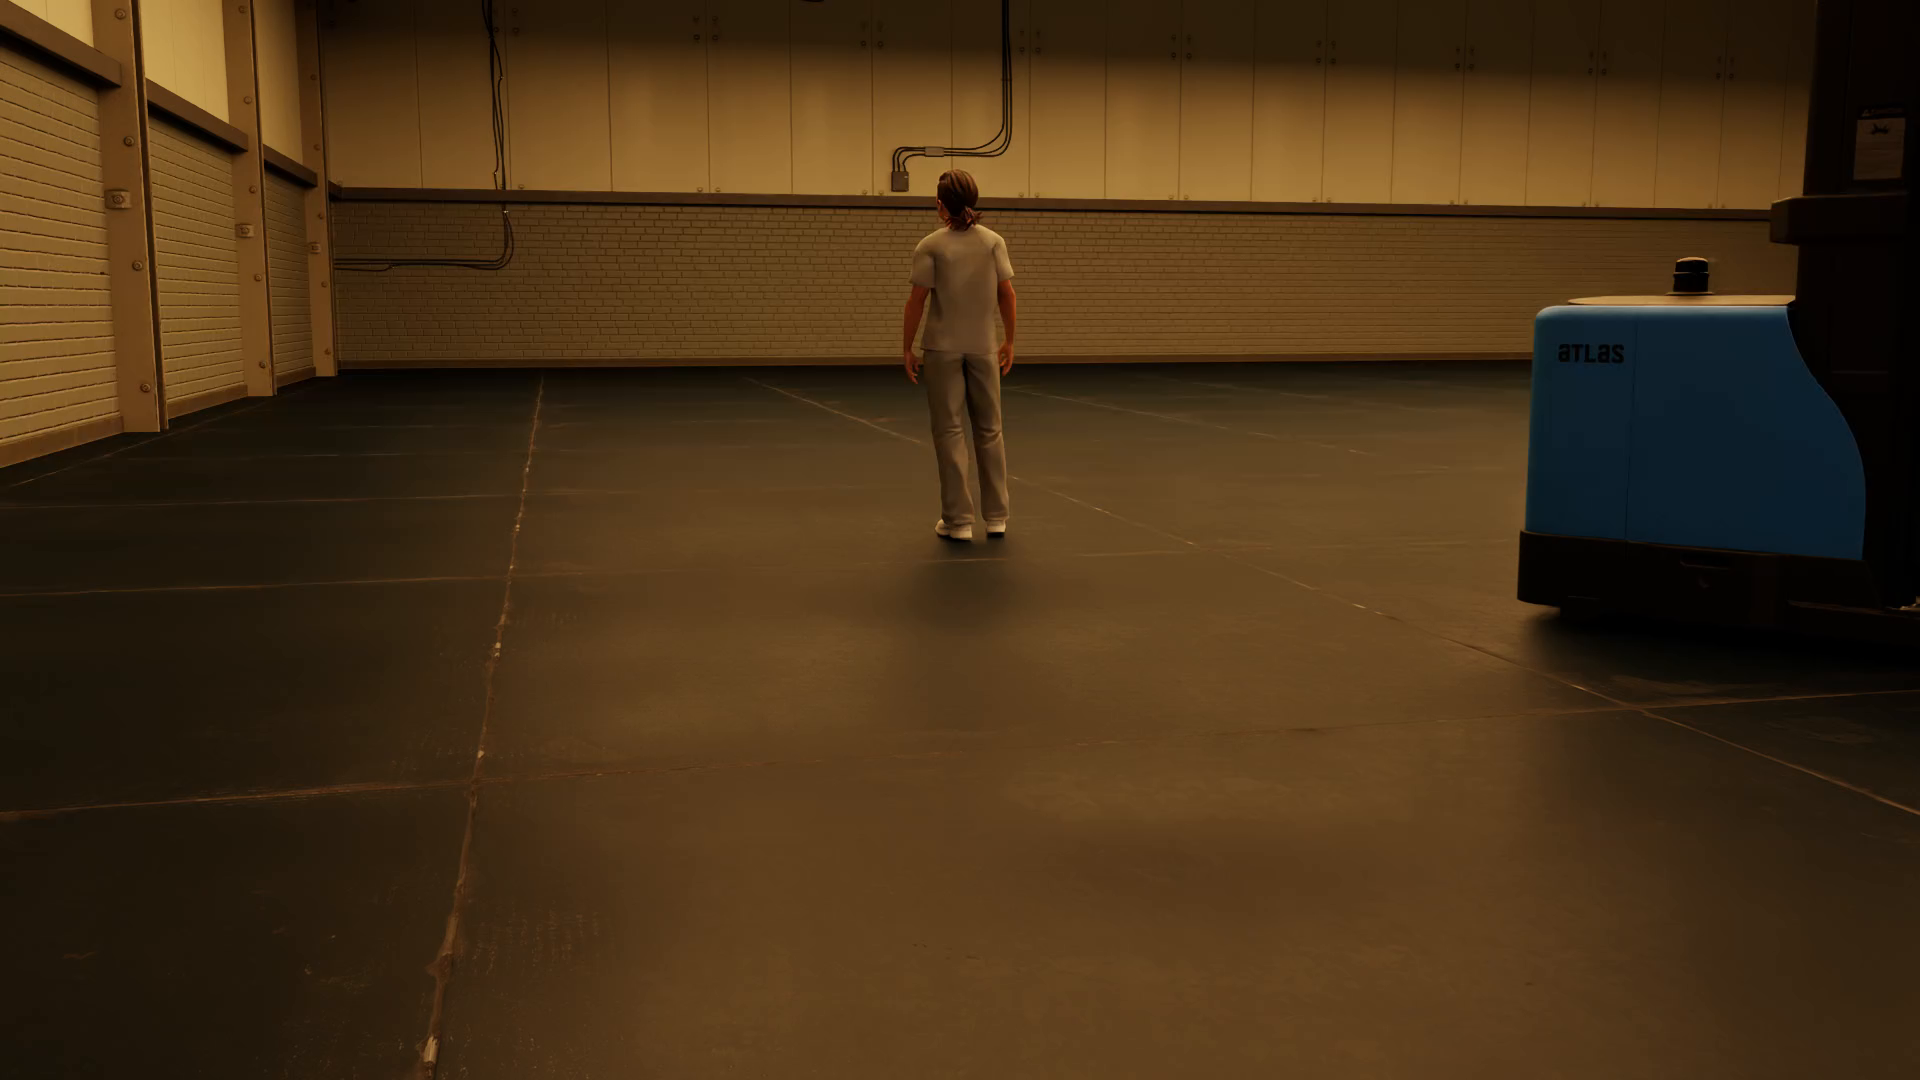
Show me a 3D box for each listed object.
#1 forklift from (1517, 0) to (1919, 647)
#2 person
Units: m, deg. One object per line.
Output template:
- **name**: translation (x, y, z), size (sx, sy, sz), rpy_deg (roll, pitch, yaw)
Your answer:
- **forklift**: translation (3.395, -1.100, 4.992), size (3.031, 2.935, 1.130), rpy_deg (6, 10, 37)
- **person**: translation (-0.004, -0.847, 7.664), size (0.550, 1.675, 0.549), rpy_deg (-2, 8, -13)
